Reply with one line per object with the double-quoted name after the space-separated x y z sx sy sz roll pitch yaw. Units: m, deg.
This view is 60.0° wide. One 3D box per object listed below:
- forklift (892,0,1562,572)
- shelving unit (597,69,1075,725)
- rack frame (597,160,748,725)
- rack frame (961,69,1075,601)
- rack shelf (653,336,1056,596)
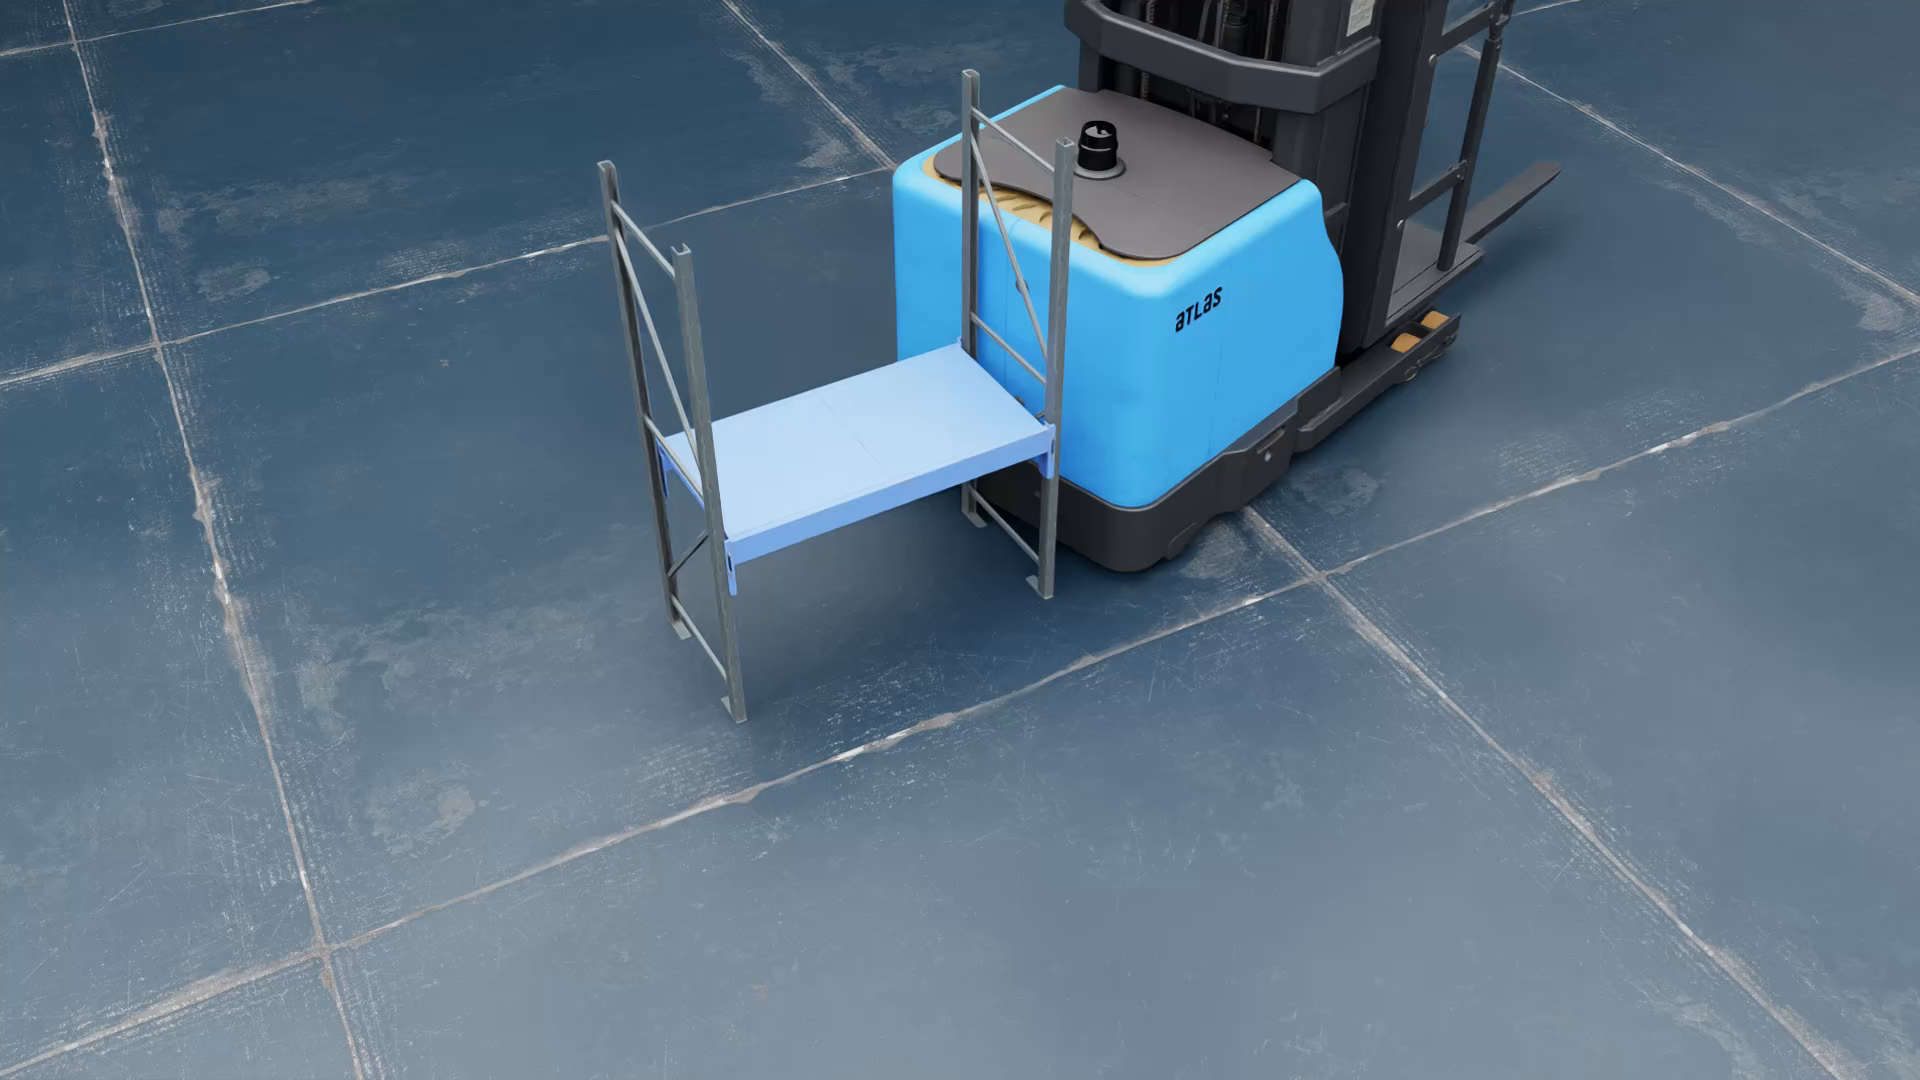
1.153 -1.886 5.210 1.130 2.935 3.031 31 49 31 "forklift"
-0.295 -0.366 4.522 1.048 1.500 0.538 -21 44 -23 "shelving unit"
-0.734 -0.200 4.326 0.032 1.500 0.500 -21 44 -23 "rack frame"
0.144 -0.532 4.718 0.032 1.500 0.500 -21 44 -23 "rack frame"
-0.295 -0.229 4.638 1.000 0.185 0.538 -21 44 -23 "rack shelf"
